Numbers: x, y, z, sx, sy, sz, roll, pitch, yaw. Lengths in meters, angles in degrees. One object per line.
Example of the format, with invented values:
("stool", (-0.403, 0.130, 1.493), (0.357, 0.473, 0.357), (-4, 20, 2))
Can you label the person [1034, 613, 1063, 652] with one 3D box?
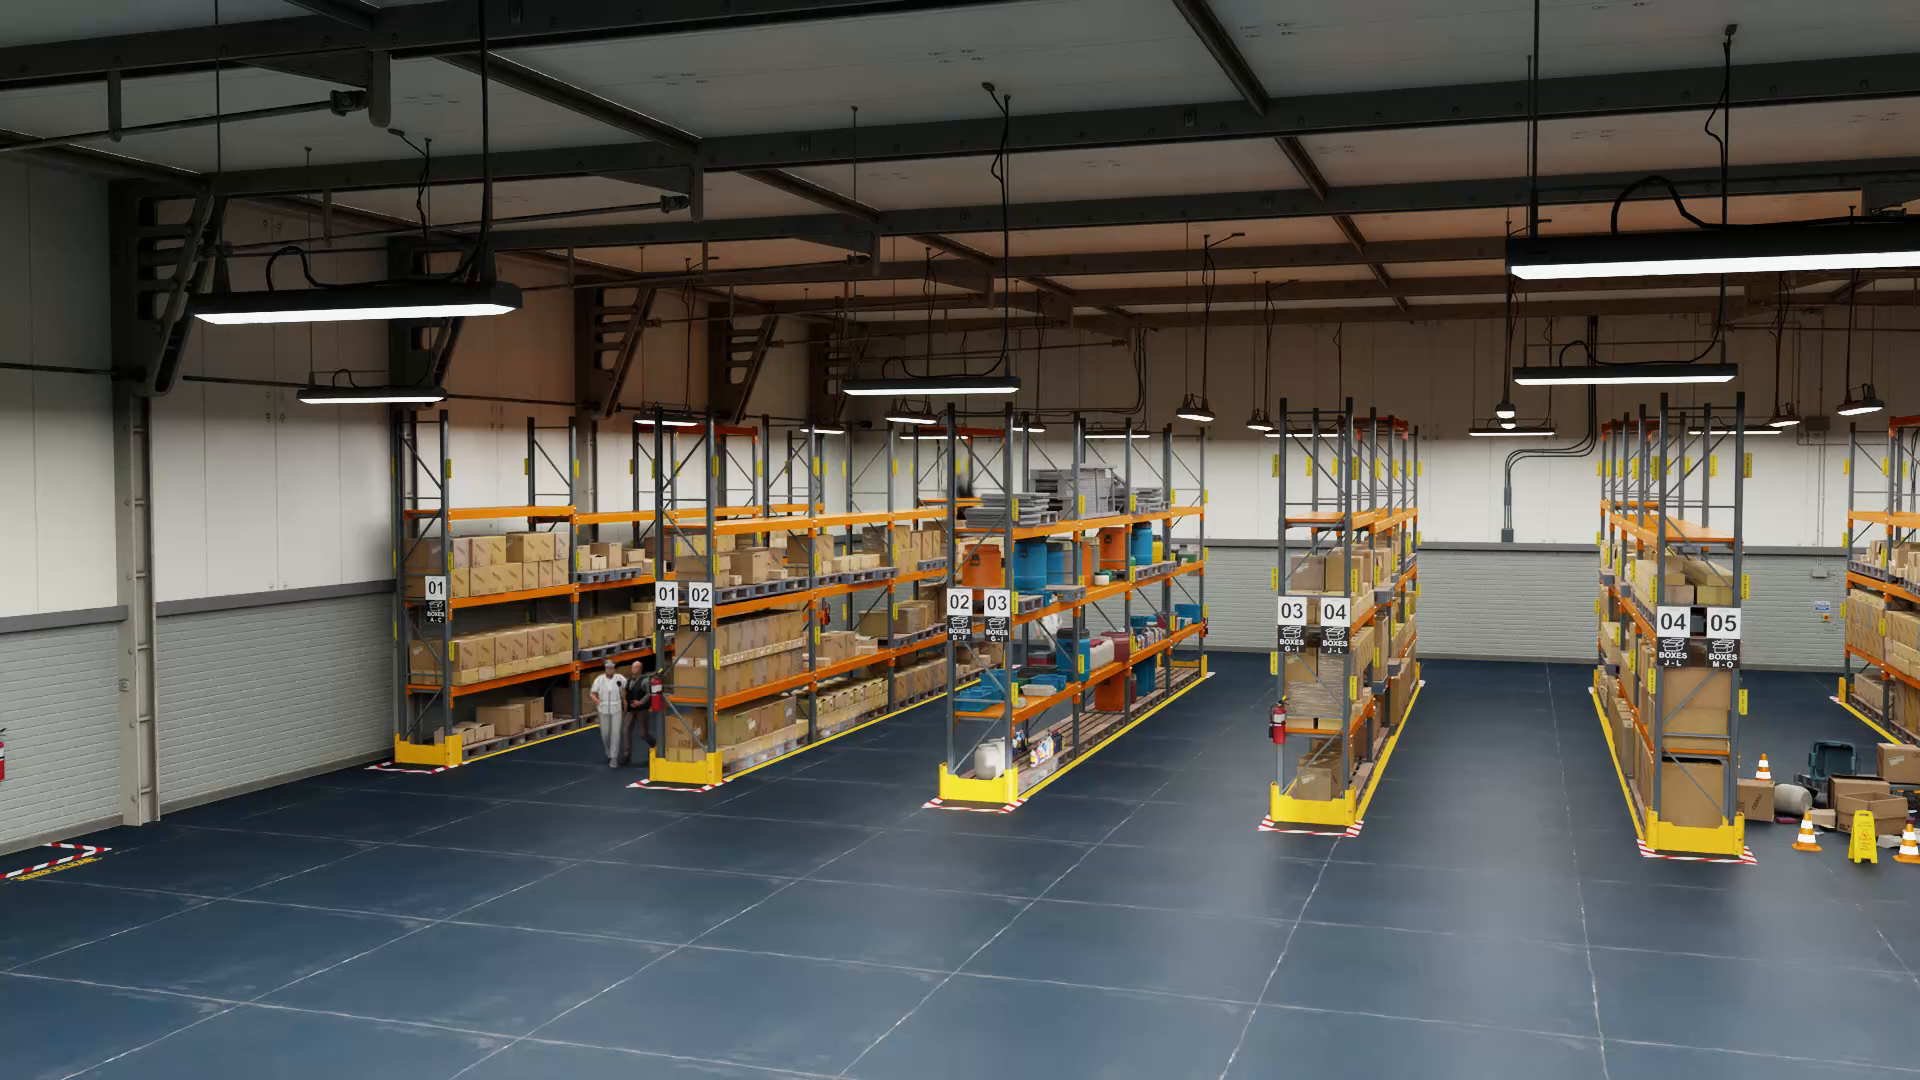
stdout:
("person", (2.265, 2.340, 41.292), (0.698, 1.767, 0.856), (-1, 3, -25))

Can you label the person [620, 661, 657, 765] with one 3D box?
("person", (-5.471, 2.930, 28.350), (0.635, 1.721, 0.924), (1, 3, 27))

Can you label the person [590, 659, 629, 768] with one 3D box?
("person", (-5.919, 2.891, 28.140), (0.667, 1.779, 0.999), (0, 2, -7))
